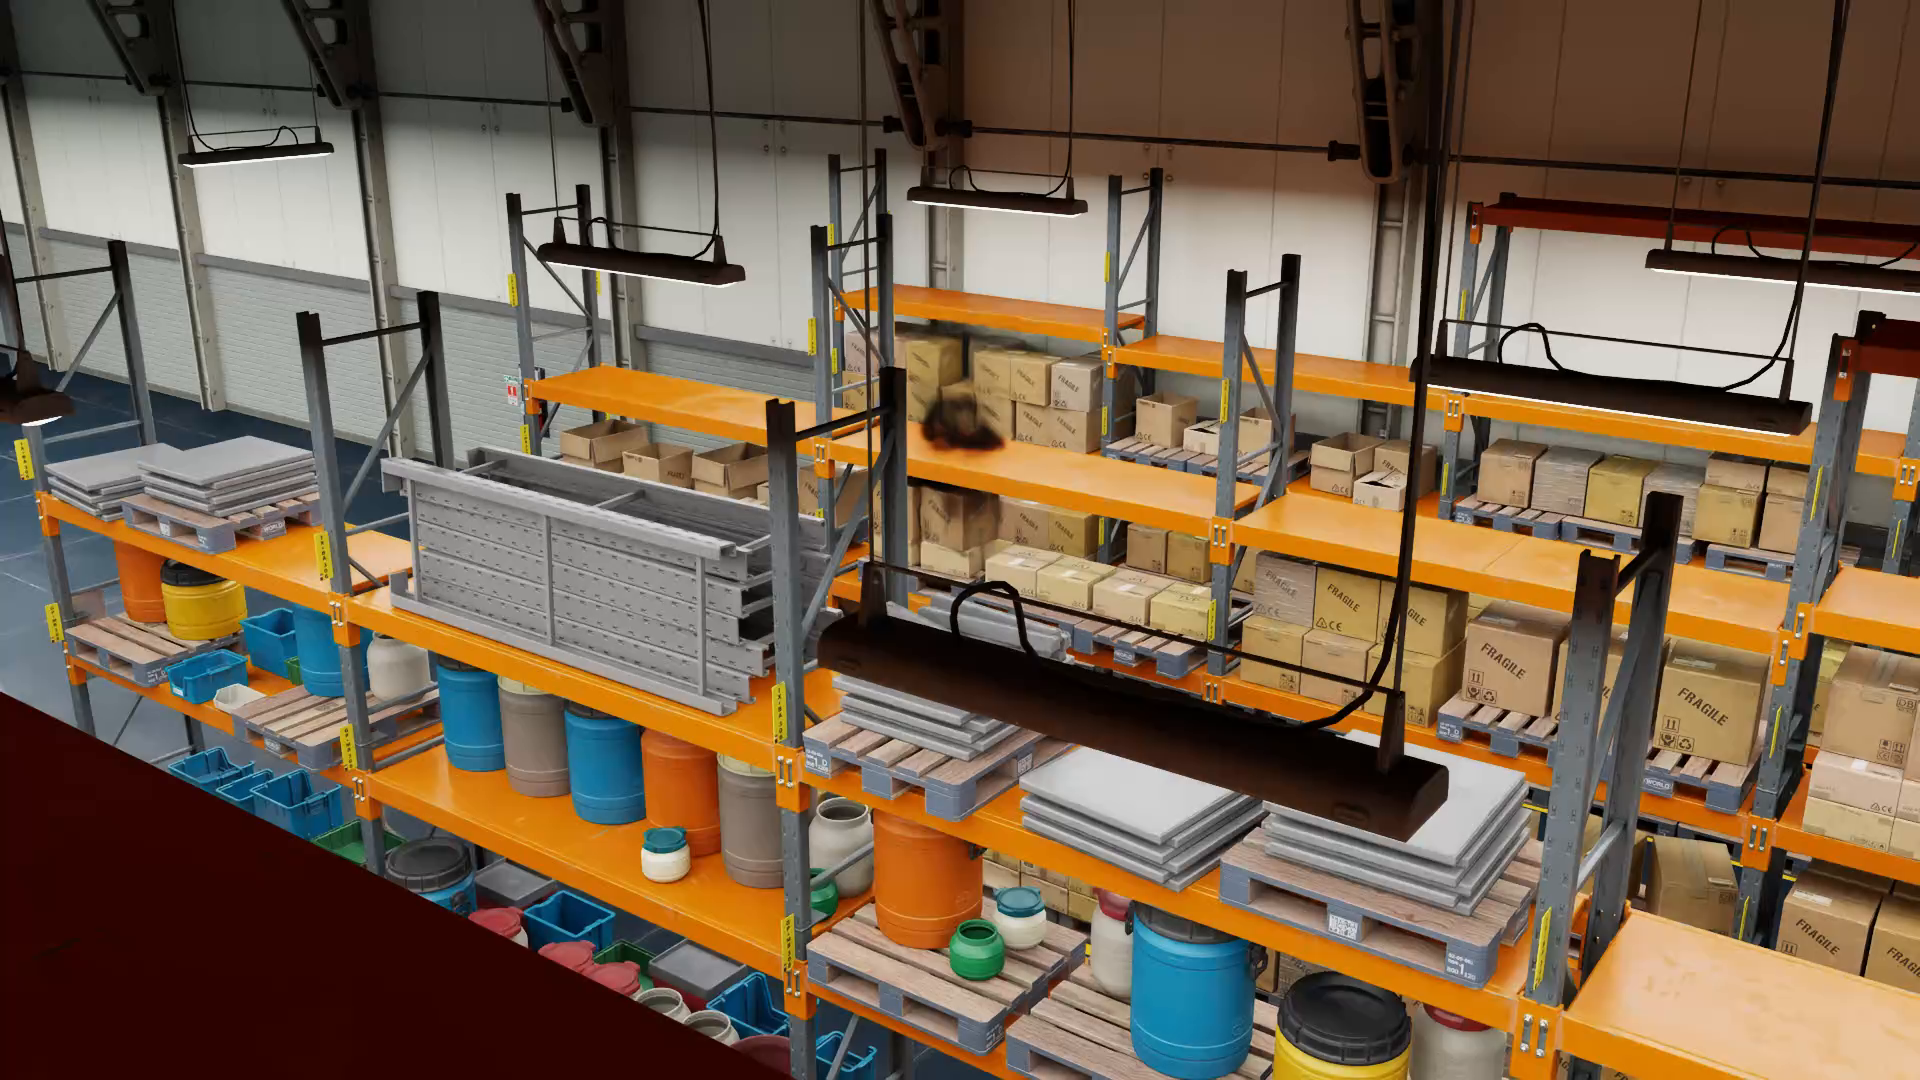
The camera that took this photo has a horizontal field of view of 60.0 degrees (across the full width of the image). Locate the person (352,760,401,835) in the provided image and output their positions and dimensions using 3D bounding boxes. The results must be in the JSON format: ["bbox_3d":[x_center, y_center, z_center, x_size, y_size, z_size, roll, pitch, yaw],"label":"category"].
[{"bbox_3d":[-5.460,2.333,15.431,0.772,1.781,0.652,6,19,16],"label":"person"}]
